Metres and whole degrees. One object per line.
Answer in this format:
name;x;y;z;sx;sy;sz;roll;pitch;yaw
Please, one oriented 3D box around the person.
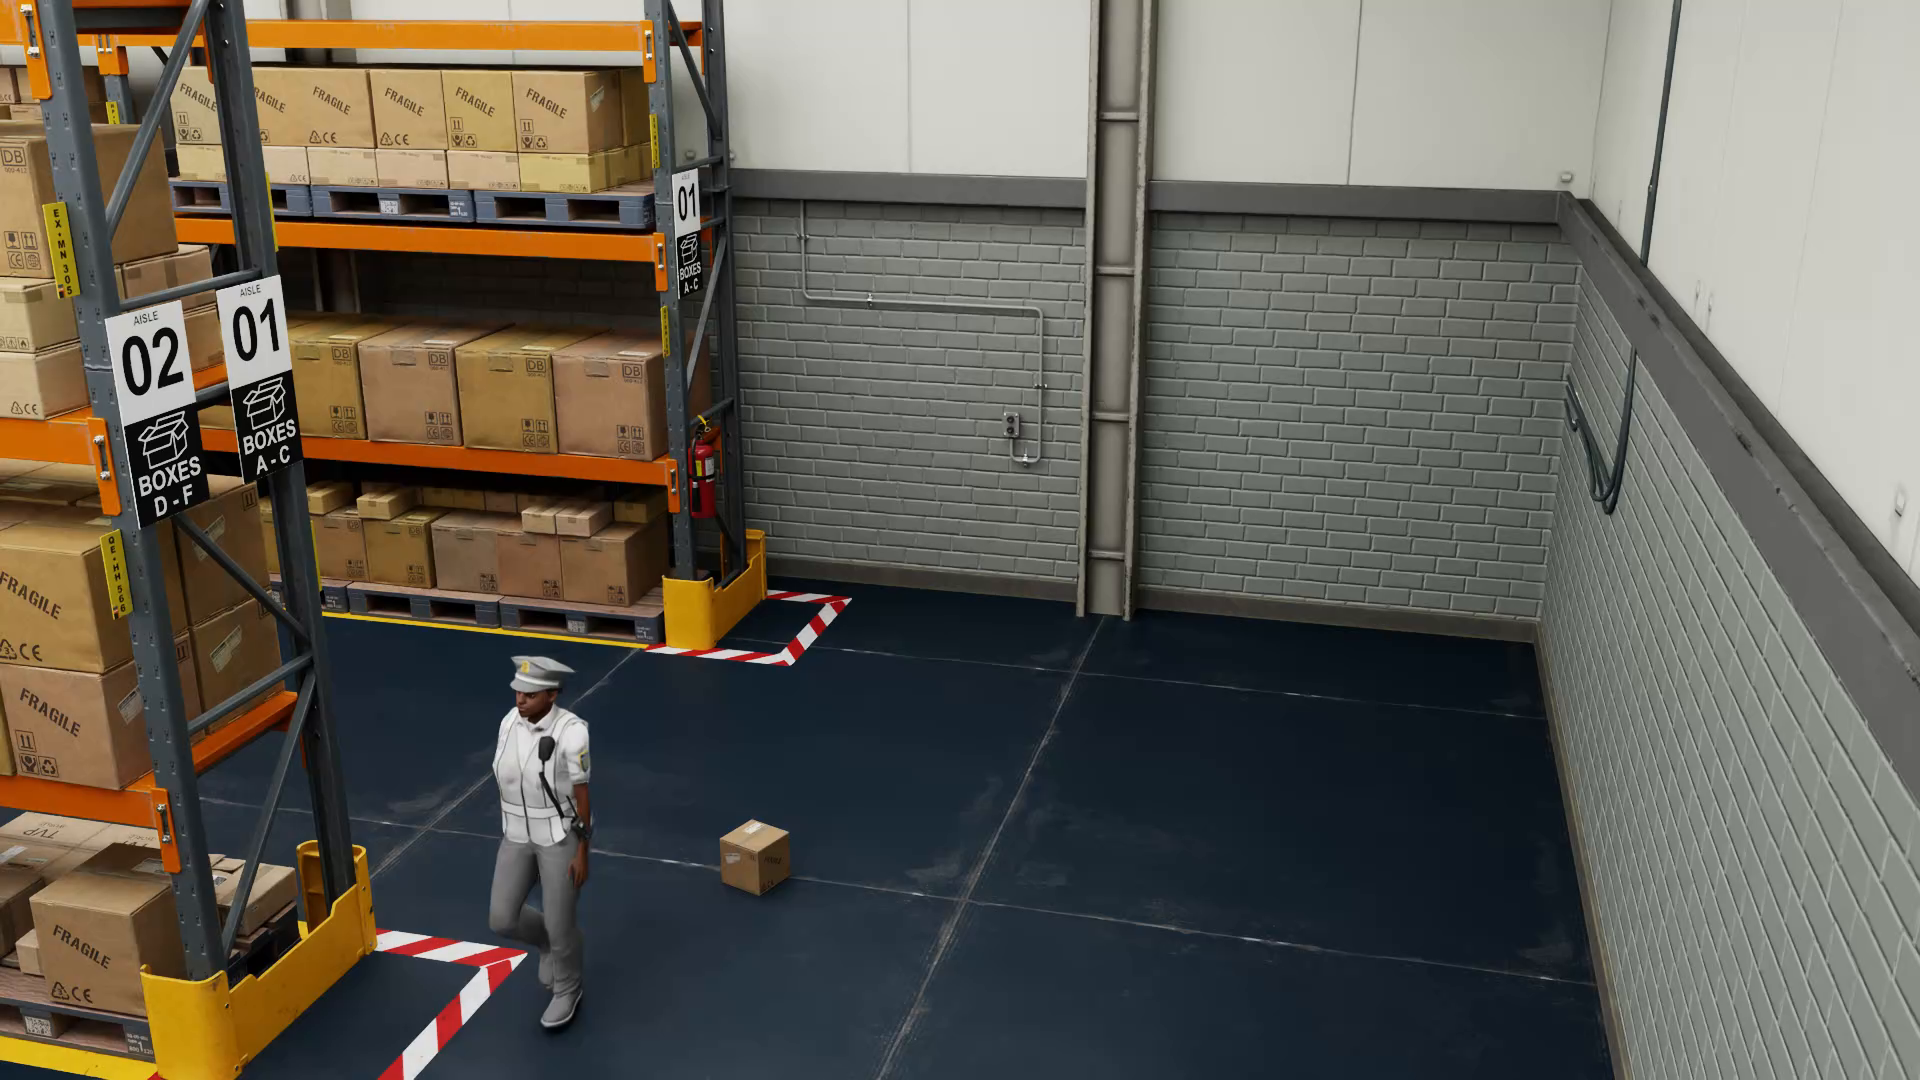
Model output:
person;-7.223;1.678;5.687;9.778;1.809;6.863;6;19;18
